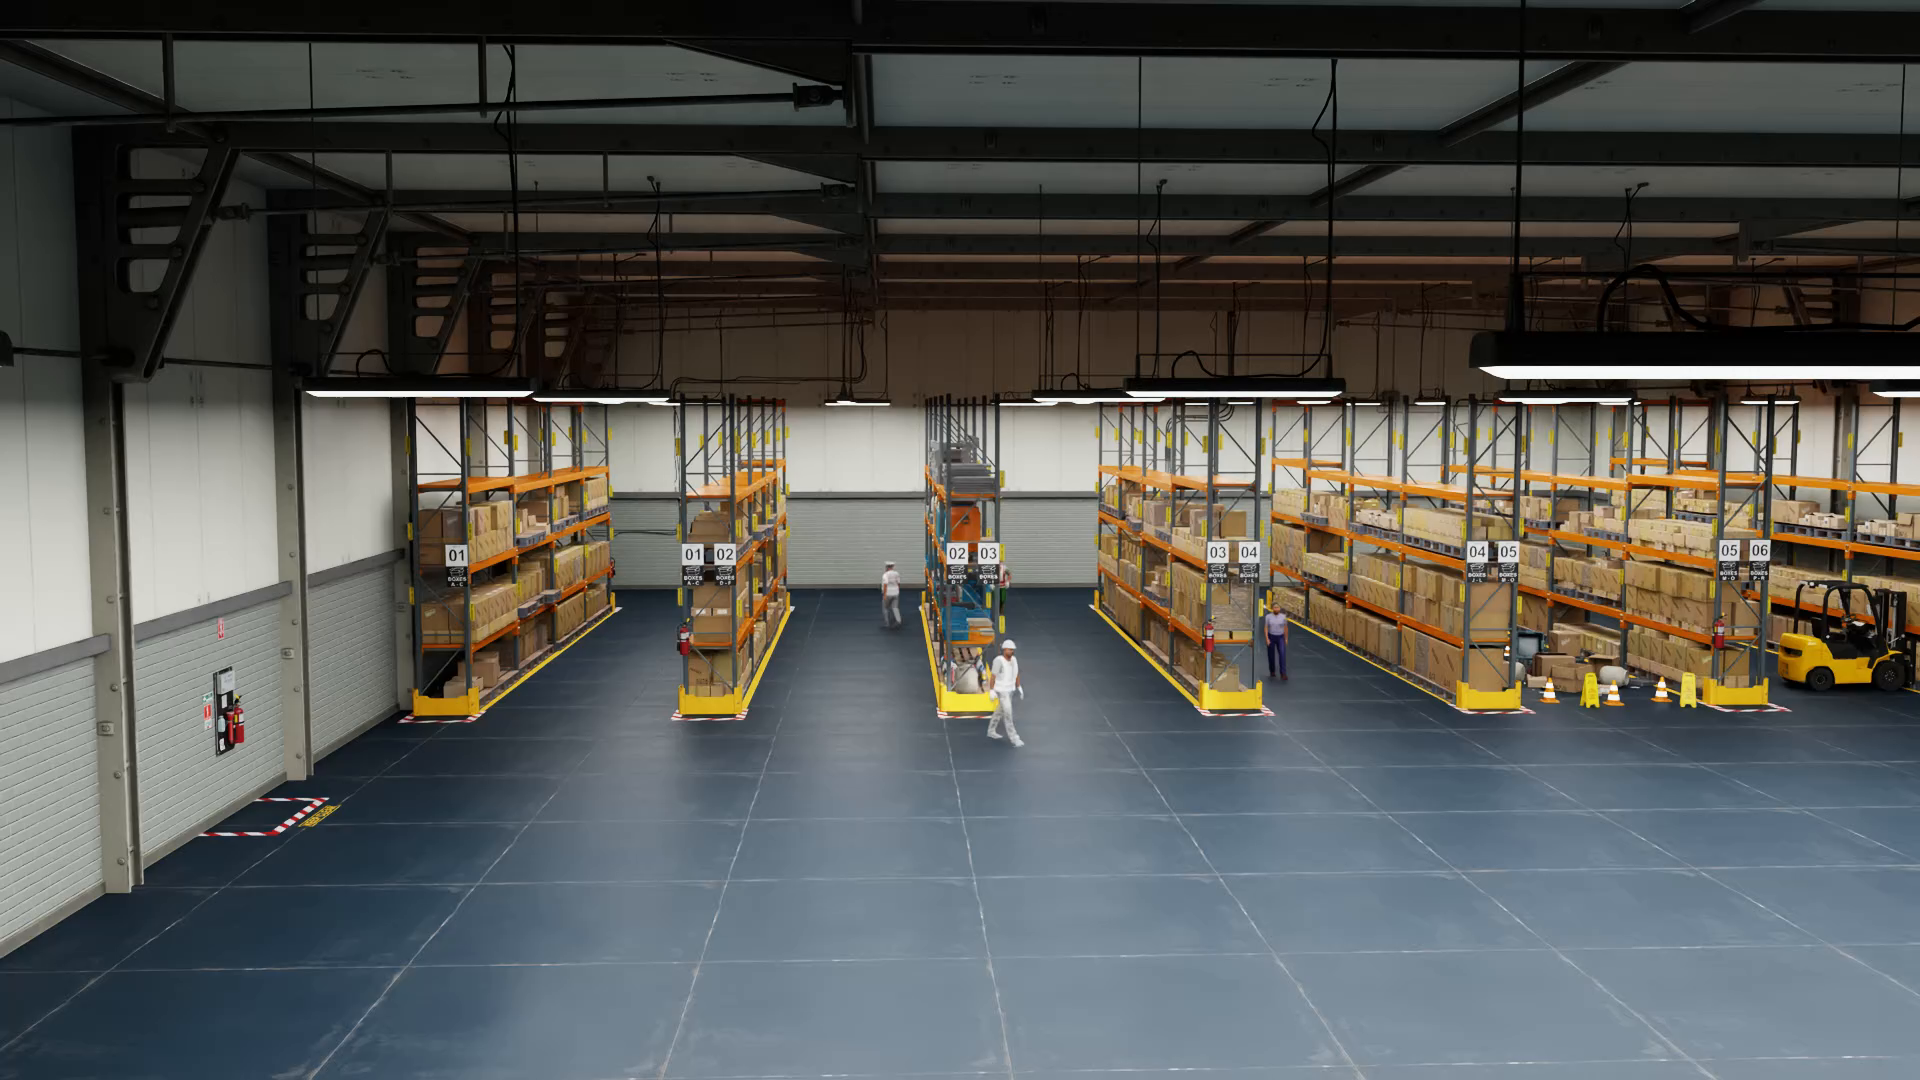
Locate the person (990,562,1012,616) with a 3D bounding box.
[{"bbox_3d":[1.071,1.284,45.631,0.686,1.685,0.645,0,5,4],"label":"person"}]

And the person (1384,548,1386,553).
[{"bbox_3d":[13.031,0.904,50.519,0.925,1.617,0.507,2,5,23],"label":"person"}]

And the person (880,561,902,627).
[{"bbox_3d":[-1.815,1.428,43.487,0.609,1.740,0.791,-4,6,-40],"label":"person"}]

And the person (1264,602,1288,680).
[{"bbox_3d":[6.687,2.121,35.156,0.512,1.603,0.923,1,5,11],"label":"person"}]

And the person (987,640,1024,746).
[{"bbox_3d":[0.823,2.579,28.459,0.942,1.733,0.574,3,5,34],"label":"person"}]
